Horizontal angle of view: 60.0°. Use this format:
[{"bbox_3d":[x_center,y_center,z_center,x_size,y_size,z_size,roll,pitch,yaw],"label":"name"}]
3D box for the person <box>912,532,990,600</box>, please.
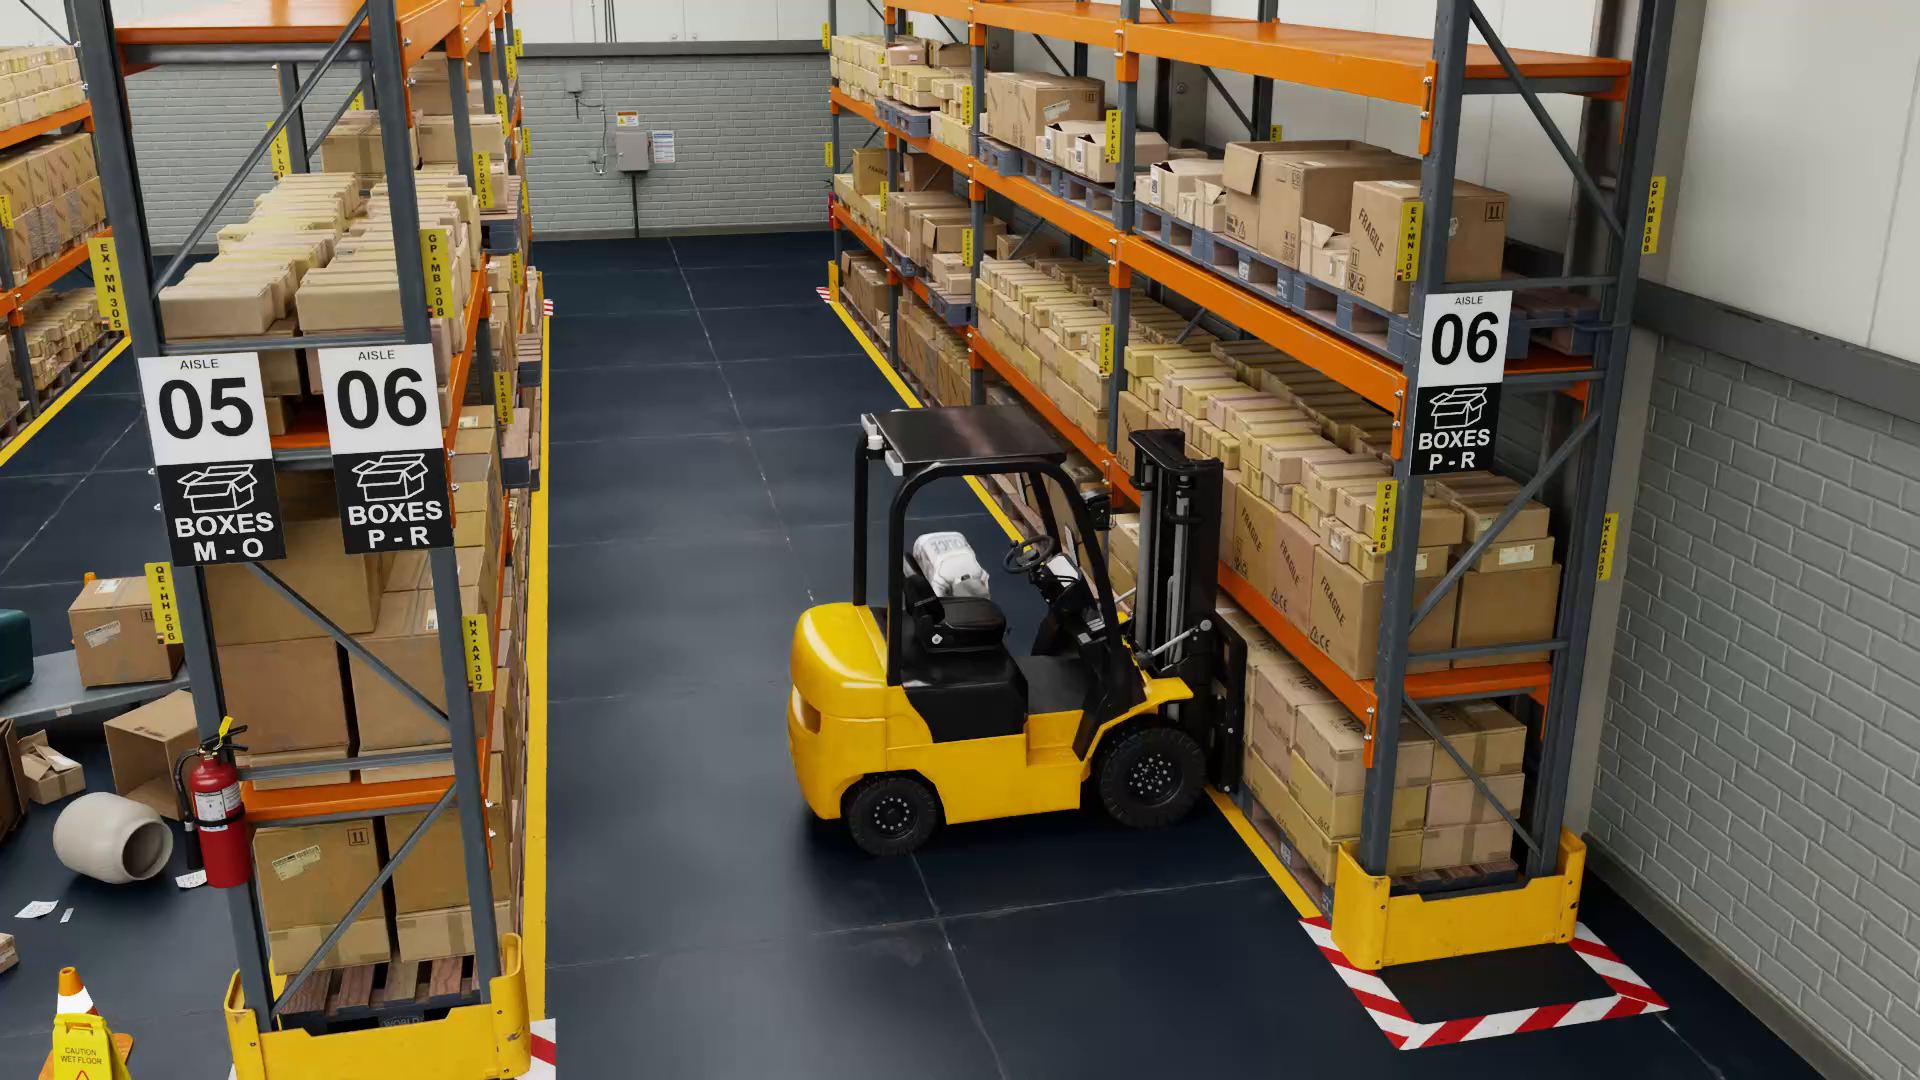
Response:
[{"bbox_3d":[-0.038,0.425,11.116,0.464,0.852,0.913,-5,20,-15],"label":"person"}]
